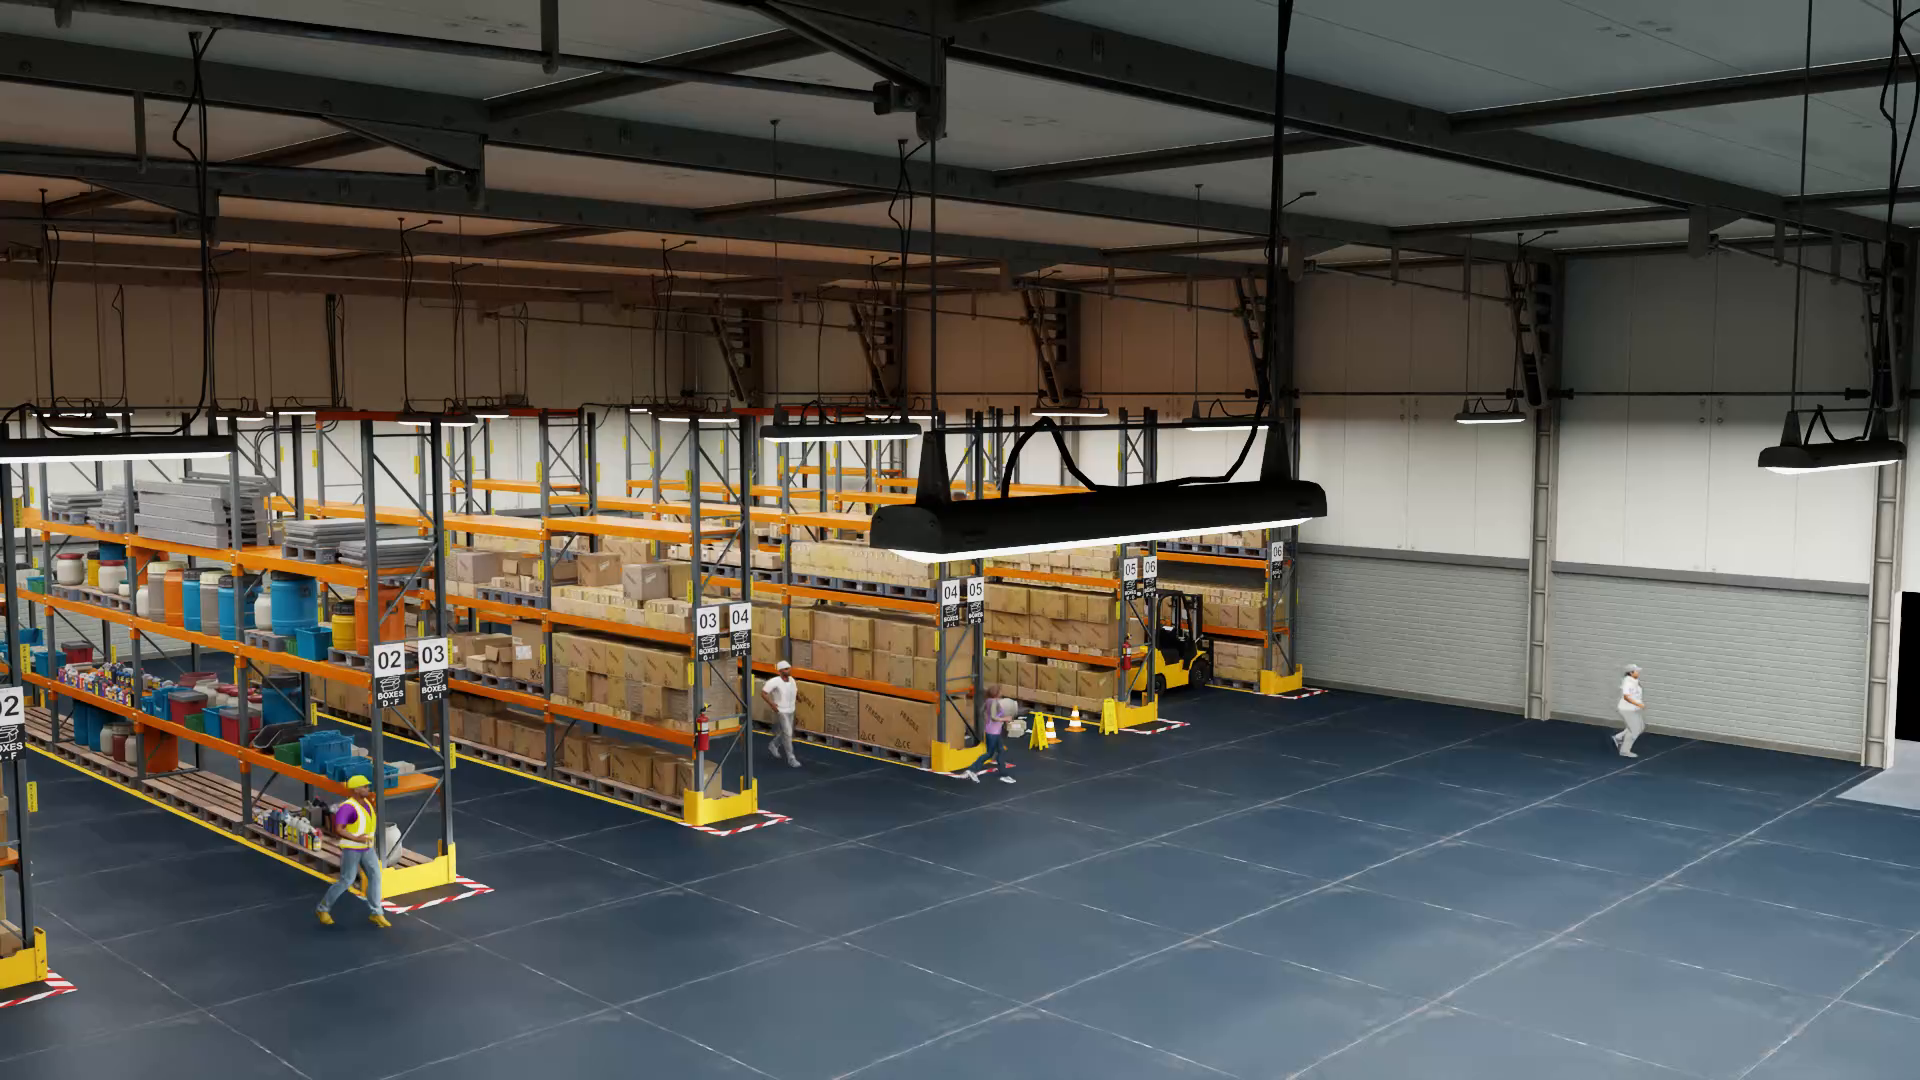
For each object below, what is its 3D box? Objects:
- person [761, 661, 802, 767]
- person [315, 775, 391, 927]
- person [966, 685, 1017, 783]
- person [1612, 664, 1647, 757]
[{"bbox_3d":[-3.000,2.935,28.348,0.847,1.773,0.708,4,6,36],"label":"person"},{"bbox_3d":[-7.159,3.694,19.848,0.911,1.766,0.757,1,5,13],"label":"person"},{"bbox_3d":[0.505,3.144,26.914,0.829,1.598,0.553,0,5,-4],"label":"person"},{"bbox_3d":[11.645,2.961,28.912,0.545,1.631,0.611,2,6,24],"label":"person"}]
